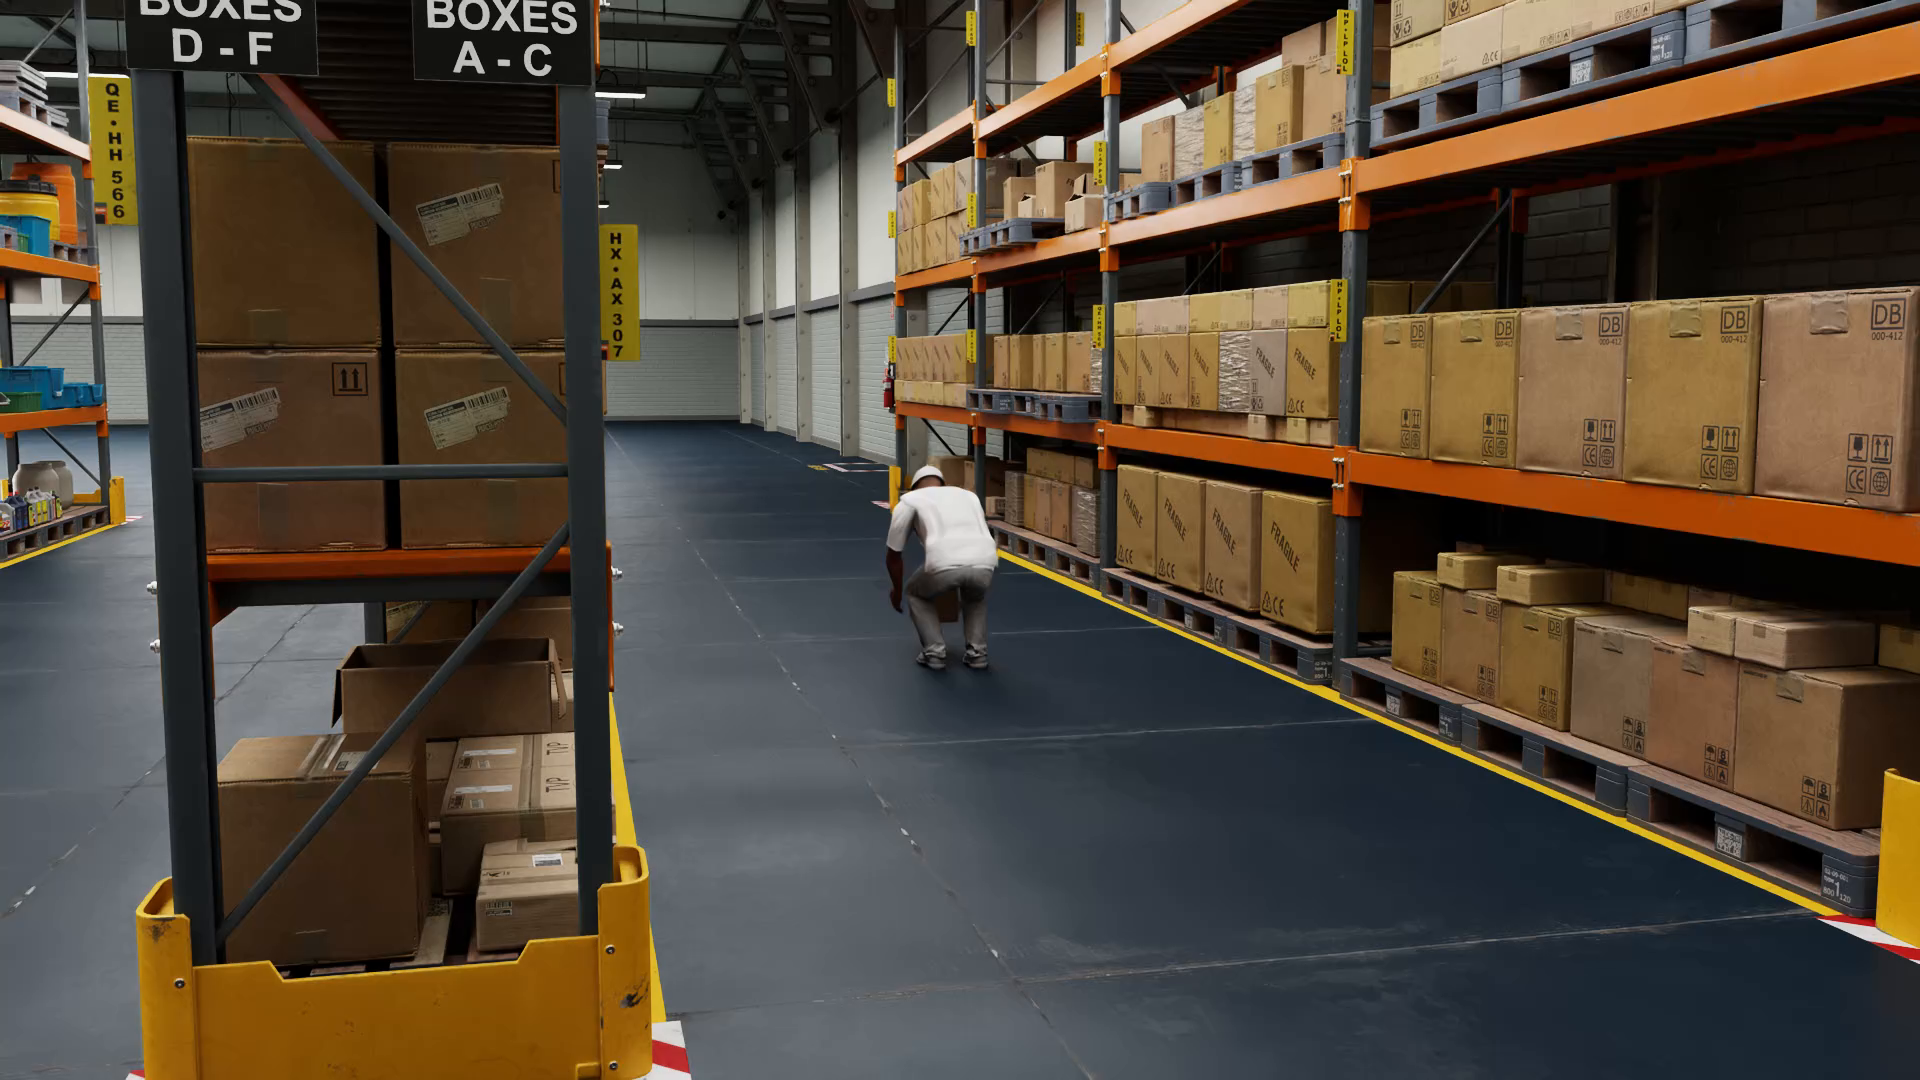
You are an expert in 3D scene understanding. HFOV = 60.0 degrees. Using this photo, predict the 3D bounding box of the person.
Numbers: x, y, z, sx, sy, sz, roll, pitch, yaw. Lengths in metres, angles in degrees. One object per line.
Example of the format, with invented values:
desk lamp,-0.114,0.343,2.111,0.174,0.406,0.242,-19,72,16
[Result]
person,-0.105,0.157,9.765,0.612,1.156,0.852,-2,6,-14
